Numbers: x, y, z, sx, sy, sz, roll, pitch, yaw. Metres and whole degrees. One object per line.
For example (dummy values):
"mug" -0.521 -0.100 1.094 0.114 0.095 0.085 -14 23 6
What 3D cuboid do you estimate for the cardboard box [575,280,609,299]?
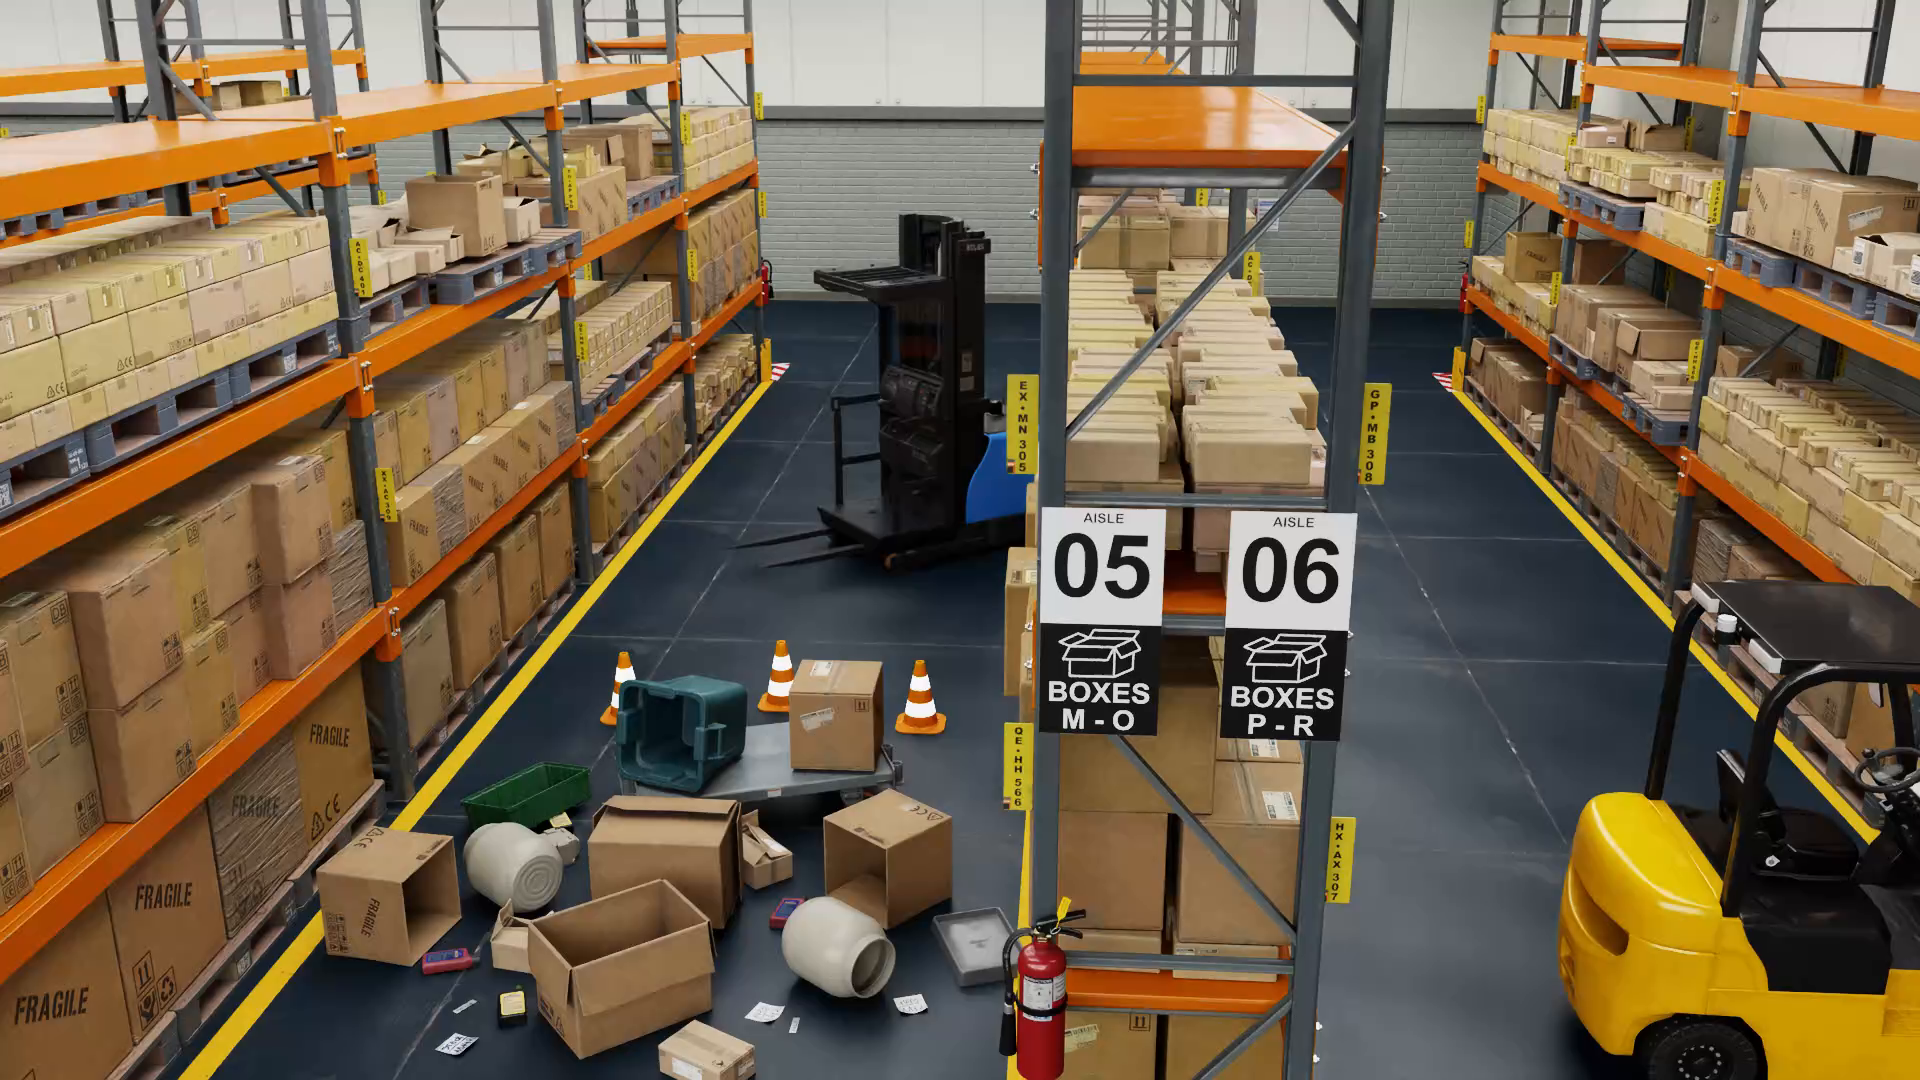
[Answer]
"cardboard box" -3.819 -2.561 17.021 0.380 0.149 0.250 2 18 7

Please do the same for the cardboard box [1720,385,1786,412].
"cardboard box" 5.943 -1.059 12.463 0.380 0.149 0.250 2 18 5

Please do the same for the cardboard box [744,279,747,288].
"cardboard box" -2.845 -3.171 20.512 0.380 0.149 0.250 1 18 3

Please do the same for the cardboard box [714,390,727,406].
"cardboard box" -2.933 -1.664 19.416 0.380 0.149 0.250 1 18 2

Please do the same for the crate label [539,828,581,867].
"crate label" -2.355 1.779 9.602 0.298 0.136 0.250 -13 22 -34

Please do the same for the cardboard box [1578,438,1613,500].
"cardboard box" 6.236 -0.667 15.809 0.500 0.500 0.500 1 18 2

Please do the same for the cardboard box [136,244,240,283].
"cardboard box" -3.685 -1.322 7.937 0.380 0.149 0.250 1 18 4

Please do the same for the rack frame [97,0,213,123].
"rack frame" -8.272 -5.303 16.982 1.000 3.000 0.127 1 18 4

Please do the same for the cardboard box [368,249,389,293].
"cardboard box" -3.613 -1.616 9.927 0.258 0.266 0.396 1 18 3

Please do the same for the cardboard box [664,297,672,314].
"cardboard box" -3.163 -2.403 17.019 0.380 0.149 0.250 2 18 6

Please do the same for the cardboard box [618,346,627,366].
"cardboard box" -3.292 -1.694 15.332 0.380 0.149 0.250 2 18 5

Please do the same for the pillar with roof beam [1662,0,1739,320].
"pillar with roof beam" 3.219 -5.264 16.864 9.100 9.000 0.400 1 18 4

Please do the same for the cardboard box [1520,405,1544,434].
"cardboard box" 6.336 -1.312 18.153 0.396 0.266 0.258 2 18 6

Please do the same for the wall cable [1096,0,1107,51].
"wall cable" 2.026 -8.097 25.509 0.463 3.000 0.029 1 18 4

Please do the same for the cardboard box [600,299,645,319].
"cardboard box" -3.244 -2.222 15.988 0.380 0.149 0.250 1 18 2

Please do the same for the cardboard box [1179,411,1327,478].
"cardboard box" 1.100 -0.306 6.312 0.500 0.250 0.500 1 18 3

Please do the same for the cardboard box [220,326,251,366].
"cardboard box" -3.685 -0.943 8.061 0.380 0.149 0.250 2 18 5

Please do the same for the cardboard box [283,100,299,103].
"cardboard box" -8.118 -4.918 19.628 0.700 0.500 0.500 0 18 0

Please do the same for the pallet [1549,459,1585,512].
"pallet" 6.543 -0.542 16.567 1.003 0.211 1.213 1 18 4

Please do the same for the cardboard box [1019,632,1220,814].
"cardboard box" 0.571 0.669 6.148 0.700 0.500 0.500 1 18 3

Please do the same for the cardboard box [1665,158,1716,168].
"cardboard box" 6.515 -3.320 14.837 0.380 0.149 0.250 1 18 4

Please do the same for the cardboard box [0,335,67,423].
"cardboard box" -3.866 -0.627 6.458 0.500 0.250 0.500 1 18 3

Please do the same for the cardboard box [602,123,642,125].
"cardboard box" -3.598 -4.353 17.699 0.380 0.149 0.250 1 18 4

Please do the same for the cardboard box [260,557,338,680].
"cardboard box" -3.937 0.390 9.003 0.875 0.550 0.550 1 18 4

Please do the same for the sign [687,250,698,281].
"sign" -2.778 -2.849 17.267 0.100 0.325 0.005 1 18 4

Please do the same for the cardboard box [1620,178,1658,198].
"cardboard box" 6.061 -3.112 14.682 0.380 0.149 0.250 2 18 5

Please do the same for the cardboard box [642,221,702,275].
"cardboard box" -3.056 -3.109 17.676 0.500 0.500 0.500 2 18 5

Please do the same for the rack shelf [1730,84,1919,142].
"rack shelf" 6.134 -2.577 10.459 1.077 0.370 4.000 1 18 4

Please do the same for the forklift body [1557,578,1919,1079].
"forklift body" 4.020 1.380 7.586 2.313 2.155 1.214 1 18 4

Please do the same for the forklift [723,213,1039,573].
"forklift" -0.601 -1.296 14.497 3.031 2.935 1.130 -12 21 -31

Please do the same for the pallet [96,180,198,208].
"pallet" -8.288 -3.501 16.606 0.805 0.209 1.217 1 18 2

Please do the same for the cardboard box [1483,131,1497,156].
"cardboard box" 6.546 -4.727 19.805 0.500 0.250 0.500 1 18 3

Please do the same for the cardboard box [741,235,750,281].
"cardboard box" -2.863 -3.436 20.280 0.500 0.500 0.500 1 18 3

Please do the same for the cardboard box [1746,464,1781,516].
"cardboard box" 5.931 -0.359 11.769 0.500 0.250 0.500 1 18 2

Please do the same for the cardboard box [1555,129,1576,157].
"cardboard box" 6.360 -4.016 16.833 0.500 0.250 0.500 1 18 4

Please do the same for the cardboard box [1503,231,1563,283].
"cardboard box" 6.442 -3.189 18.724 0.500 0.500 0.500 2 18 5

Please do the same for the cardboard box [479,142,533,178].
"cardboard box" -3.827 -3.195 13.977 0.396 0.266 0.258 1 18 4

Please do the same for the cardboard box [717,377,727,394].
"cardboard box" -2.930 -1.804 19.365 0.380 0.149 0.250 1 18 3

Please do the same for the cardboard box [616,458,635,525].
"cardboard box" -3.281 -0.449 15.144 0.500 0.500 0.500 1 18 5

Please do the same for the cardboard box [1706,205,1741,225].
"cardboard box" 6.062 -2.538 12.961 0.380 0.149 0.250 2 18 5

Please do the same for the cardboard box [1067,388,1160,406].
"cardboard box" 0.539 -0.459 6.140 0.380 0.149 0.250 1 18 3

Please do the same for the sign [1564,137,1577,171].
"sign" 6.022 -3.802 16.388 0.100 0.325 0.005 1 18 4

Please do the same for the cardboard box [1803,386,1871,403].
"cardboard box" 6.548 -1.045 12.420 0.380 0.149 0.250 2 18 5

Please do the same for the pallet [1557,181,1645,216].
"pallet" 6.447 -3.256 15.855 1.213 0.211 1.003 1 18 4

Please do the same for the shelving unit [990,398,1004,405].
"shelving unit" 0.442 -0.820 16.068 0.252 1.050 0.215 17 24 41

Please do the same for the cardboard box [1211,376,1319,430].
"cardboard box" 1.155 -0.526 6.343 0.380 0.149 0.250 1 18 4

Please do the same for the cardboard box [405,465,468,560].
"cardboard box" -3.564 -0.187 10.842 0.500 0.500 0.500 1 18 4

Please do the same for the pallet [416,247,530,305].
"pallet" -3.689 -1.855 11.579 1.003 0.211 1.213 2 18 6

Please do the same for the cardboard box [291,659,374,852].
"cardboard box" -4.020 1.179 9.573 0.875 0.875 0.875 2 18 5

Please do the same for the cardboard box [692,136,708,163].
"cardboard box" -3.017 -4.200 17.872 0.500 0.250 0.500 1 18 4

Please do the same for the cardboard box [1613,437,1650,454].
"cardboard box" 6.251 -0.844 15.307 0.380 0.149 0.250 1 18 4

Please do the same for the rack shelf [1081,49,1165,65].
"rack shelf" 1.756 -5.171 18.376 1.077 0.370 4.000 1 18 4

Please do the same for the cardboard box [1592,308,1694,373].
"cardboard box" 6.213 -1.818 15.147 0.700 0.500 0.500 1 18 4

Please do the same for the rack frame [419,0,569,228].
"rack frame" -3.619 -3.918 12.757 1.000 3.000 0.127 1 18 4

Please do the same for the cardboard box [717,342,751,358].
"cardboard box" -2.797 -2.350 20.552 0.380 0.149 0.250 1 18 3

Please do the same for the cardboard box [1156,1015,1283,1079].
"cardboard box" 1.087 1.995 6.881 0.500 0.500 0.500 1 18 2

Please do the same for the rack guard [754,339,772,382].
"rack guard" -3.051 -2.341 21.591 1.175 0.500 0.348 1 18 4

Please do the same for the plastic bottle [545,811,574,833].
"plastic bottle" -2.420 1.691 9.992 0.133 0.061 0.283 -9 20 -25

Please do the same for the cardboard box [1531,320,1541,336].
"cardboard box" 6.326 -2.269 17.761 0.380 0.149 0.250 2 18 5
